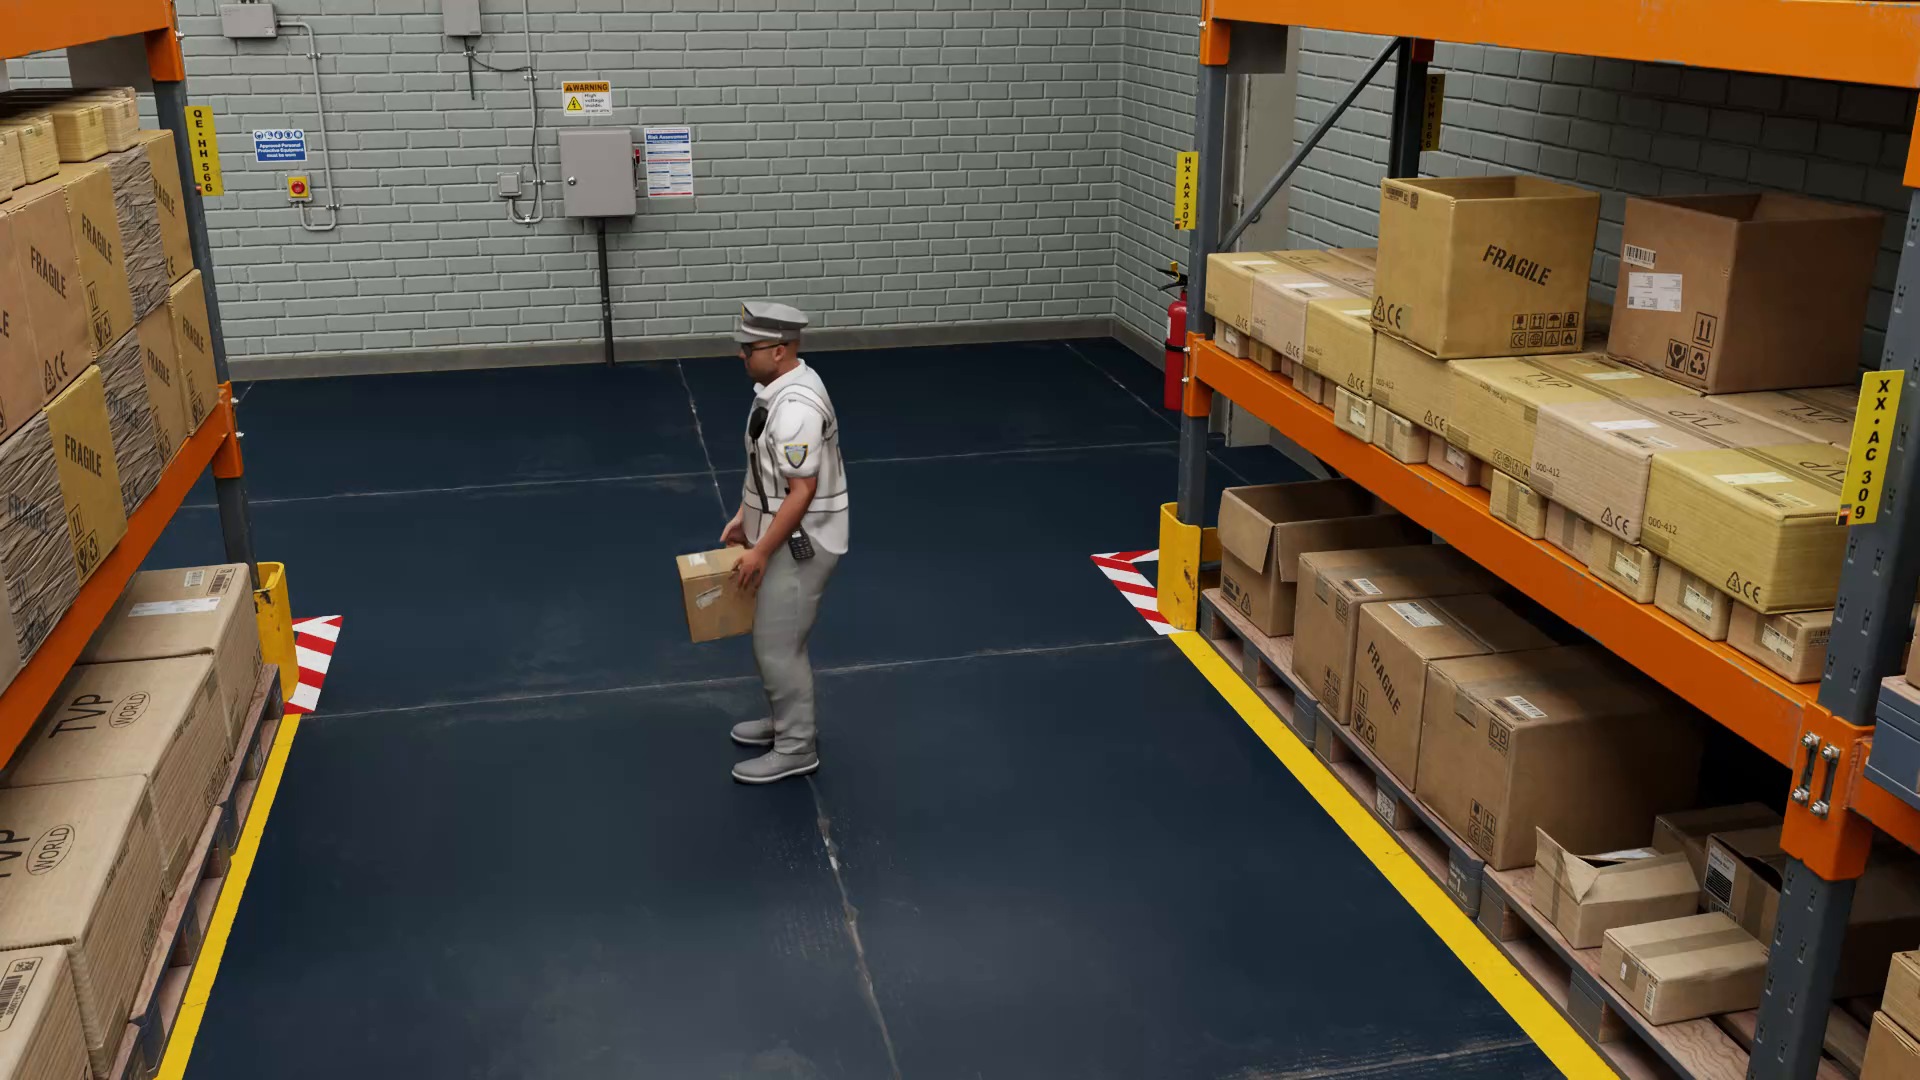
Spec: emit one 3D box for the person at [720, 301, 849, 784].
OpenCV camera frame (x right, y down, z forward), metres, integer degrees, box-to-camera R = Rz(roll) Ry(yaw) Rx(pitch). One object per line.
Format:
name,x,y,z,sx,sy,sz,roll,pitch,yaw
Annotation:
person,-0.646,0.002,6.029,0.470,1.763,0.547,-5,20,-14
